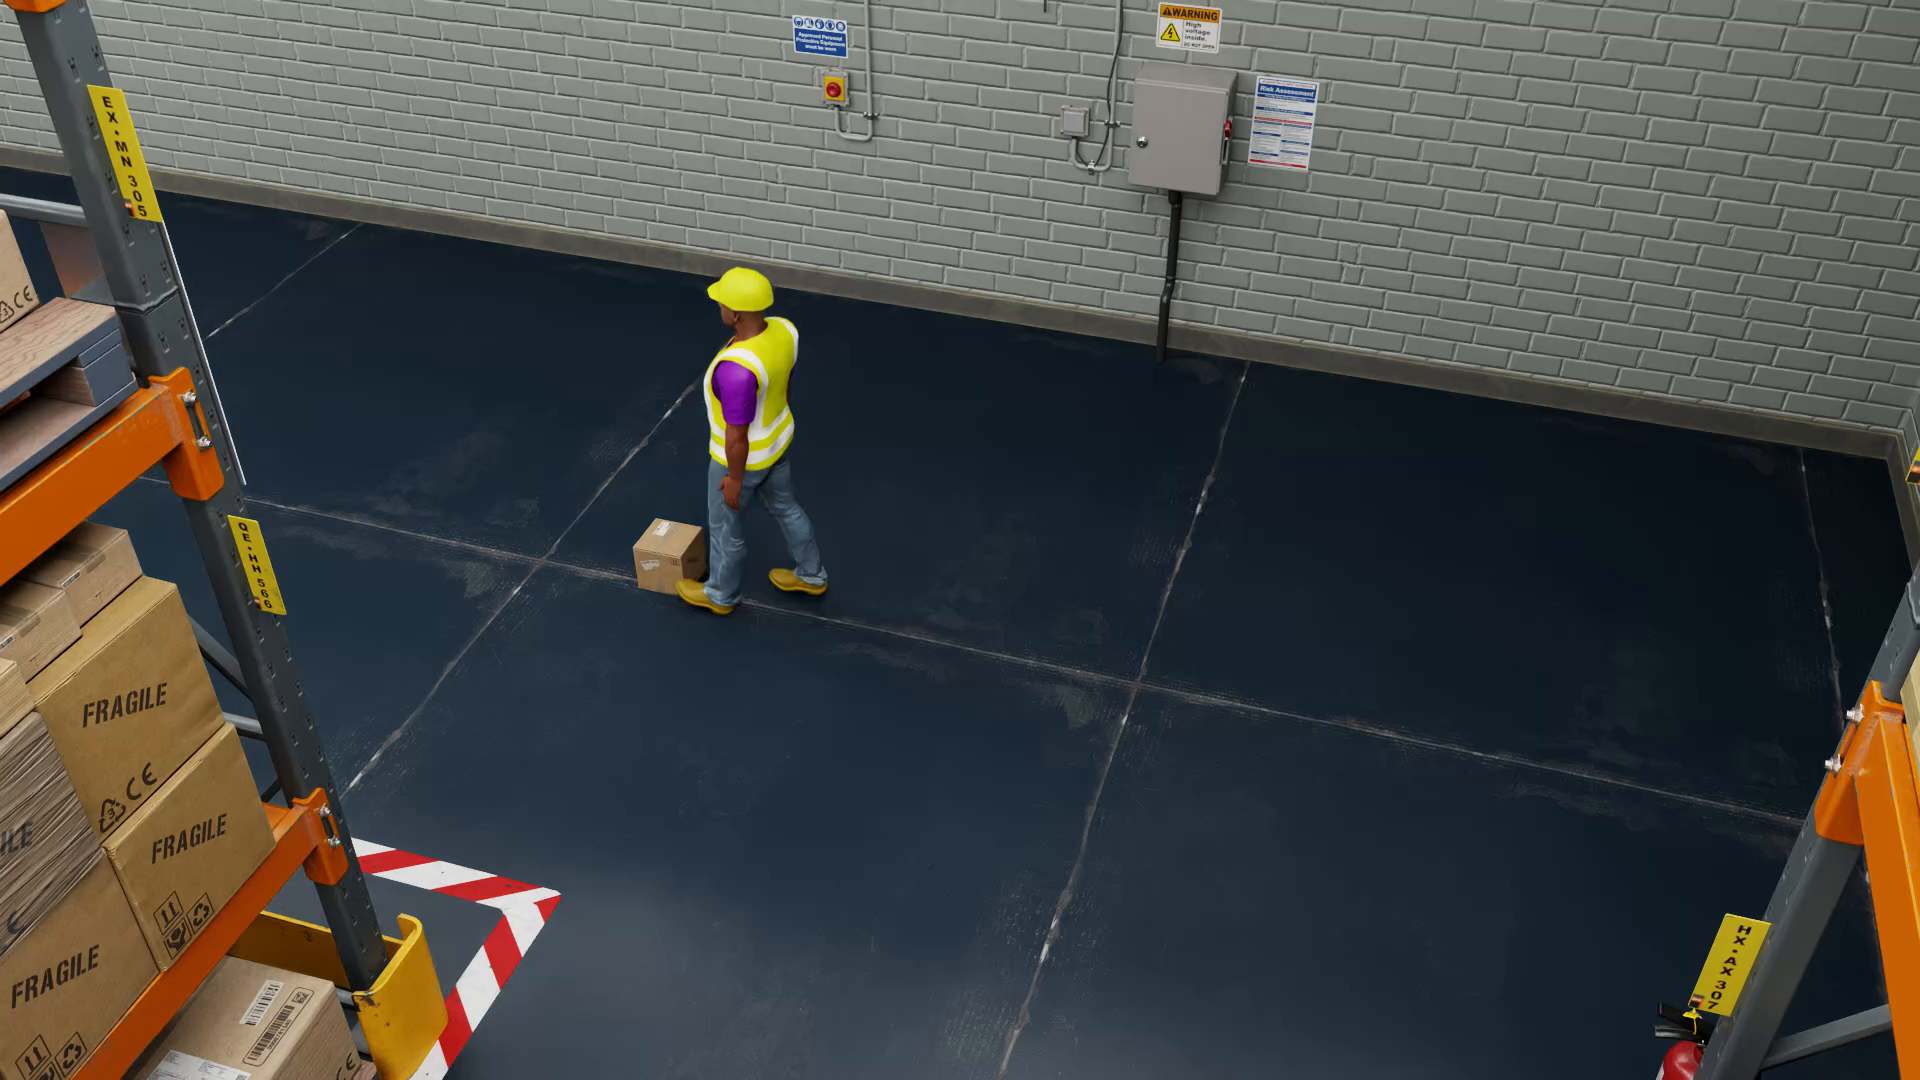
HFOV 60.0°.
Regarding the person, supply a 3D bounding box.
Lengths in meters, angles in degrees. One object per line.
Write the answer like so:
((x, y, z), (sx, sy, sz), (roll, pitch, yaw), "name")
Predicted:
((-0.988, -0.431, 7.450), (0.673, 1.768, 0.561), (14, 39, 18), "person")
